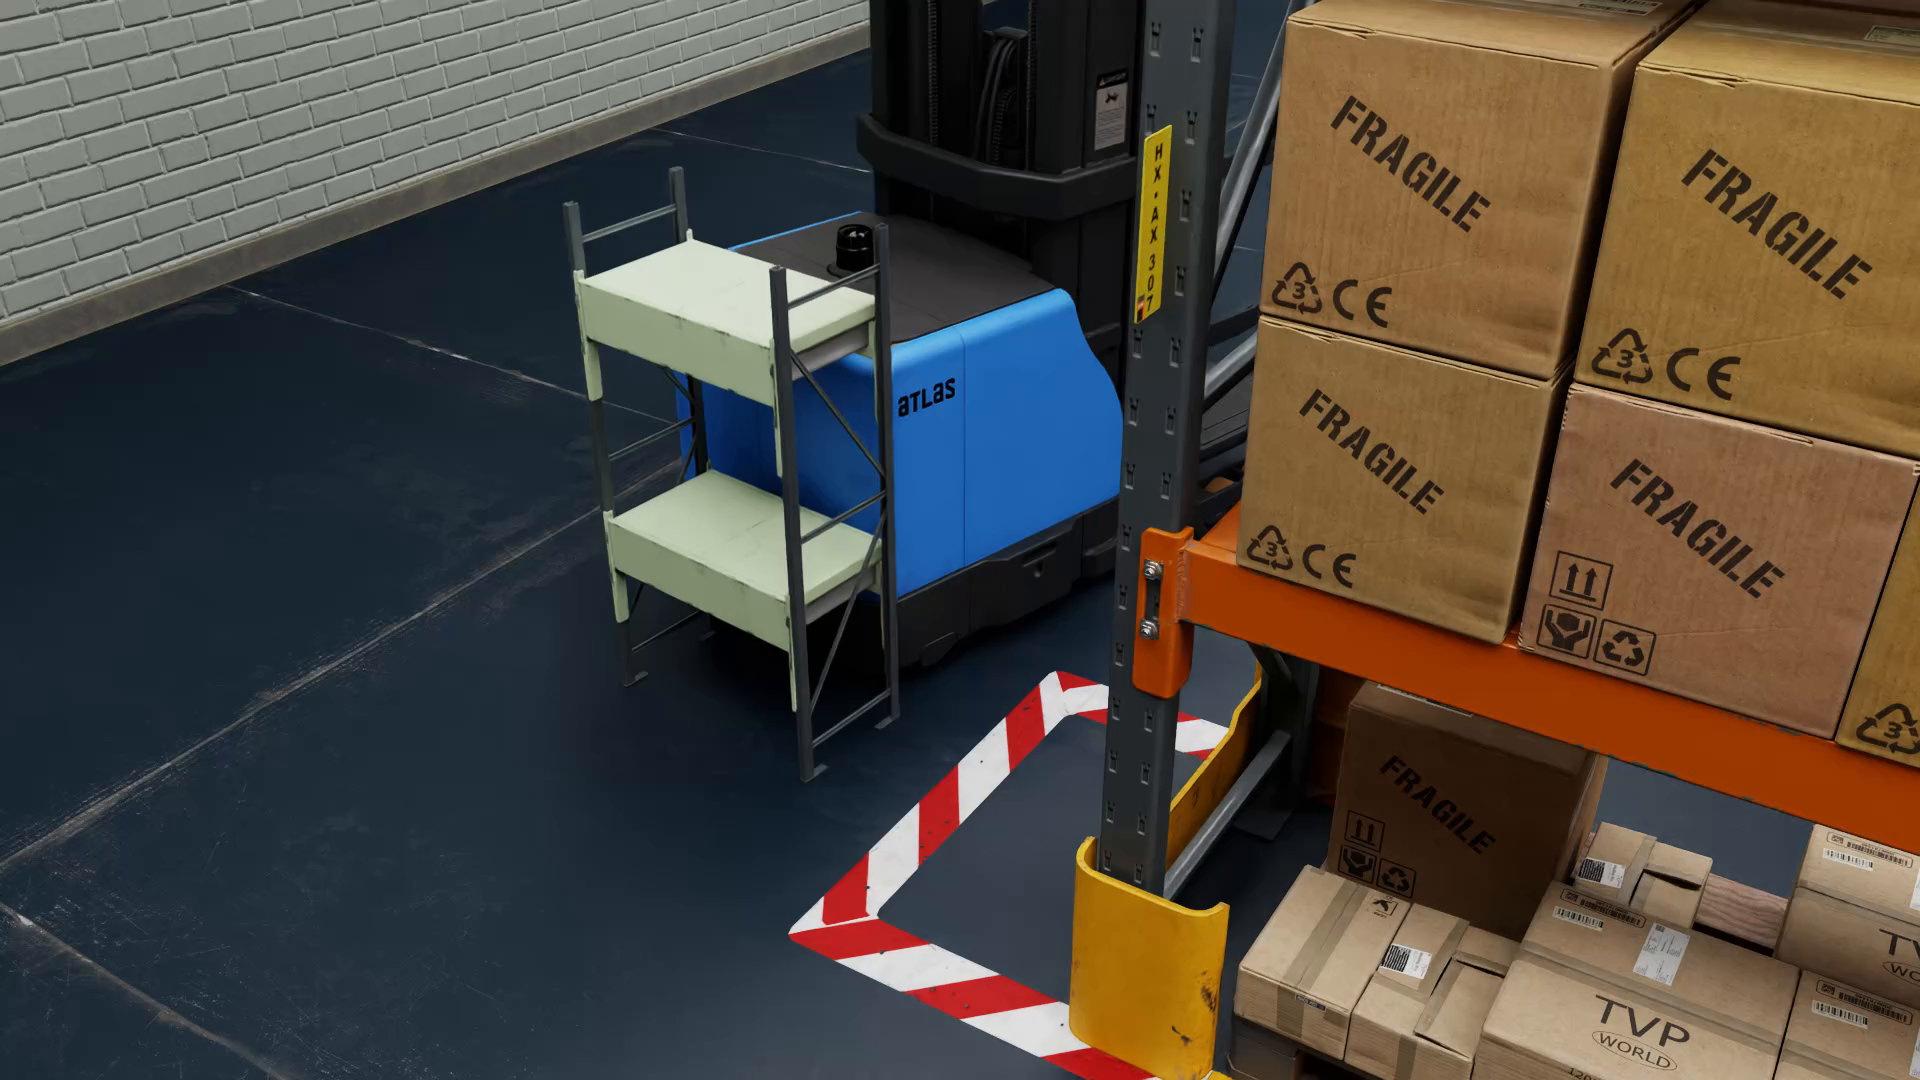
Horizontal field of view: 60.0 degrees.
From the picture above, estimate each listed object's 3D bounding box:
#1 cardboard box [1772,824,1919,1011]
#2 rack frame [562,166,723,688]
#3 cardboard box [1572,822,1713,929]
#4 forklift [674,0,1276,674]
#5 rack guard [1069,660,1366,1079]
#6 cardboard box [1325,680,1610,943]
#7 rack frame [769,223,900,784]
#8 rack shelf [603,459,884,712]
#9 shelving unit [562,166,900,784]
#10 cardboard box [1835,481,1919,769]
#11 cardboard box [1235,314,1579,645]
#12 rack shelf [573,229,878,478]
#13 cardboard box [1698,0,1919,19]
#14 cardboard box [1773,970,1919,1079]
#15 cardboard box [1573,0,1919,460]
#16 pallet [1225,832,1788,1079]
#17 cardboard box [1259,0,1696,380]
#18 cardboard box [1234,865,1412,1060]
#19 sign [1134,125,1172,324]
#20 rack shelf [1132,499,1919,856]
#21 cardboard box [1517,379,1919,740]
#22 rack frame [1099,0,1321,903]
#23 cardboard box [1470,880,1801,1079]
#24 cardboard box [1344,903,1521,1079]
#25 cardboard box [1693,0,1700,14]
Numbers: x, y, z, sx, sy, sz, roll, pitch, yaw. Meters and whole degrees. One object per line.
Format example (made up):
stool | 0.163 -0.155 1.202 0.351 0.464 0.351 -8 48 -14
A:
cardboard box | 1.998 0.913 3.500 0.500 0.250 0.500 18 35 27
rack frame | -0.882 -0.285 4.749 0.023 1.500 0.400 22 37 33
cardboard box | 1.505 0.829 3.727 0.250 0.166 0.380 18 35 27
forklift | 0.517 -1.493 5.400 3.031 2.935 1.130 -25 38 -35
rack guard | 0.682 0.708 4.041 0.348 0.500 1.175 18 35 27
cardboard box | 1.209 0.538 3.895 0.500 0.500 0.500 18 35 27
rack frame | -0.309 -0.055 4.356 0.023 1.500 0.400 22 37 33
rack shelf | -0.596 0.112 4.717 0.720 0.370 0.431 22 37 33
shelving unit | -0.596 -0.170 4.553 0.755 1.500 0.431 22 37 33
cardboard box | 1.717 0.068 2.558 0.500 0.500 0.500 17 35 27
cardboard box | 0.854 -0.204 3.024 0.500 0.500 0.500 18 35 28
rack shelf | -0.596 -0.507 4.356 0.720 0.370 0.431 22 37 33
cardboard box | 1.569 -0.730 2.934 0.500 0.500 0.500 19 35 29
cardboard box | 1.775 1.140 3.111 0.500 0.250 0.500 18 35 27
cardboard box | 1.300 -0.499 2.537 0.500 0.500 0.500 18 35 28
pallet | 1.358 1.046 3.748 1.213 0.211 1.003 18 35 27
cardboard box | 0.854 -0.636 2.772 0.500 0.500 0.500 19 35 29
cardboard box | 0.790 0.908 3.610 0.250 0.149 0.380 18 35 27
sign | 0.330 -0.535 2.831 0.005 0.325 0.100 18 35 27
rack shelf | 2.312 0.454 2.709 4.000 0.370 1.077 18 35 27
cardboard box | 1.293 -0.068 2.791 0.500 0.500 0.500 17 34 27
rack frame | 0.618 -0.392 3.446 0.127 3.000 1.000 18 35 27
cardboard box | 1.351 1.006 3.341 0.500 0.250 0.500 18 35 27
cardboard box | 1.002 0.967 3.490 0.250 0.166 0.380 18 35 27
cardboard box | 1.141 -0.865 3.165 0.500 0.500 0.500 17 34 27
